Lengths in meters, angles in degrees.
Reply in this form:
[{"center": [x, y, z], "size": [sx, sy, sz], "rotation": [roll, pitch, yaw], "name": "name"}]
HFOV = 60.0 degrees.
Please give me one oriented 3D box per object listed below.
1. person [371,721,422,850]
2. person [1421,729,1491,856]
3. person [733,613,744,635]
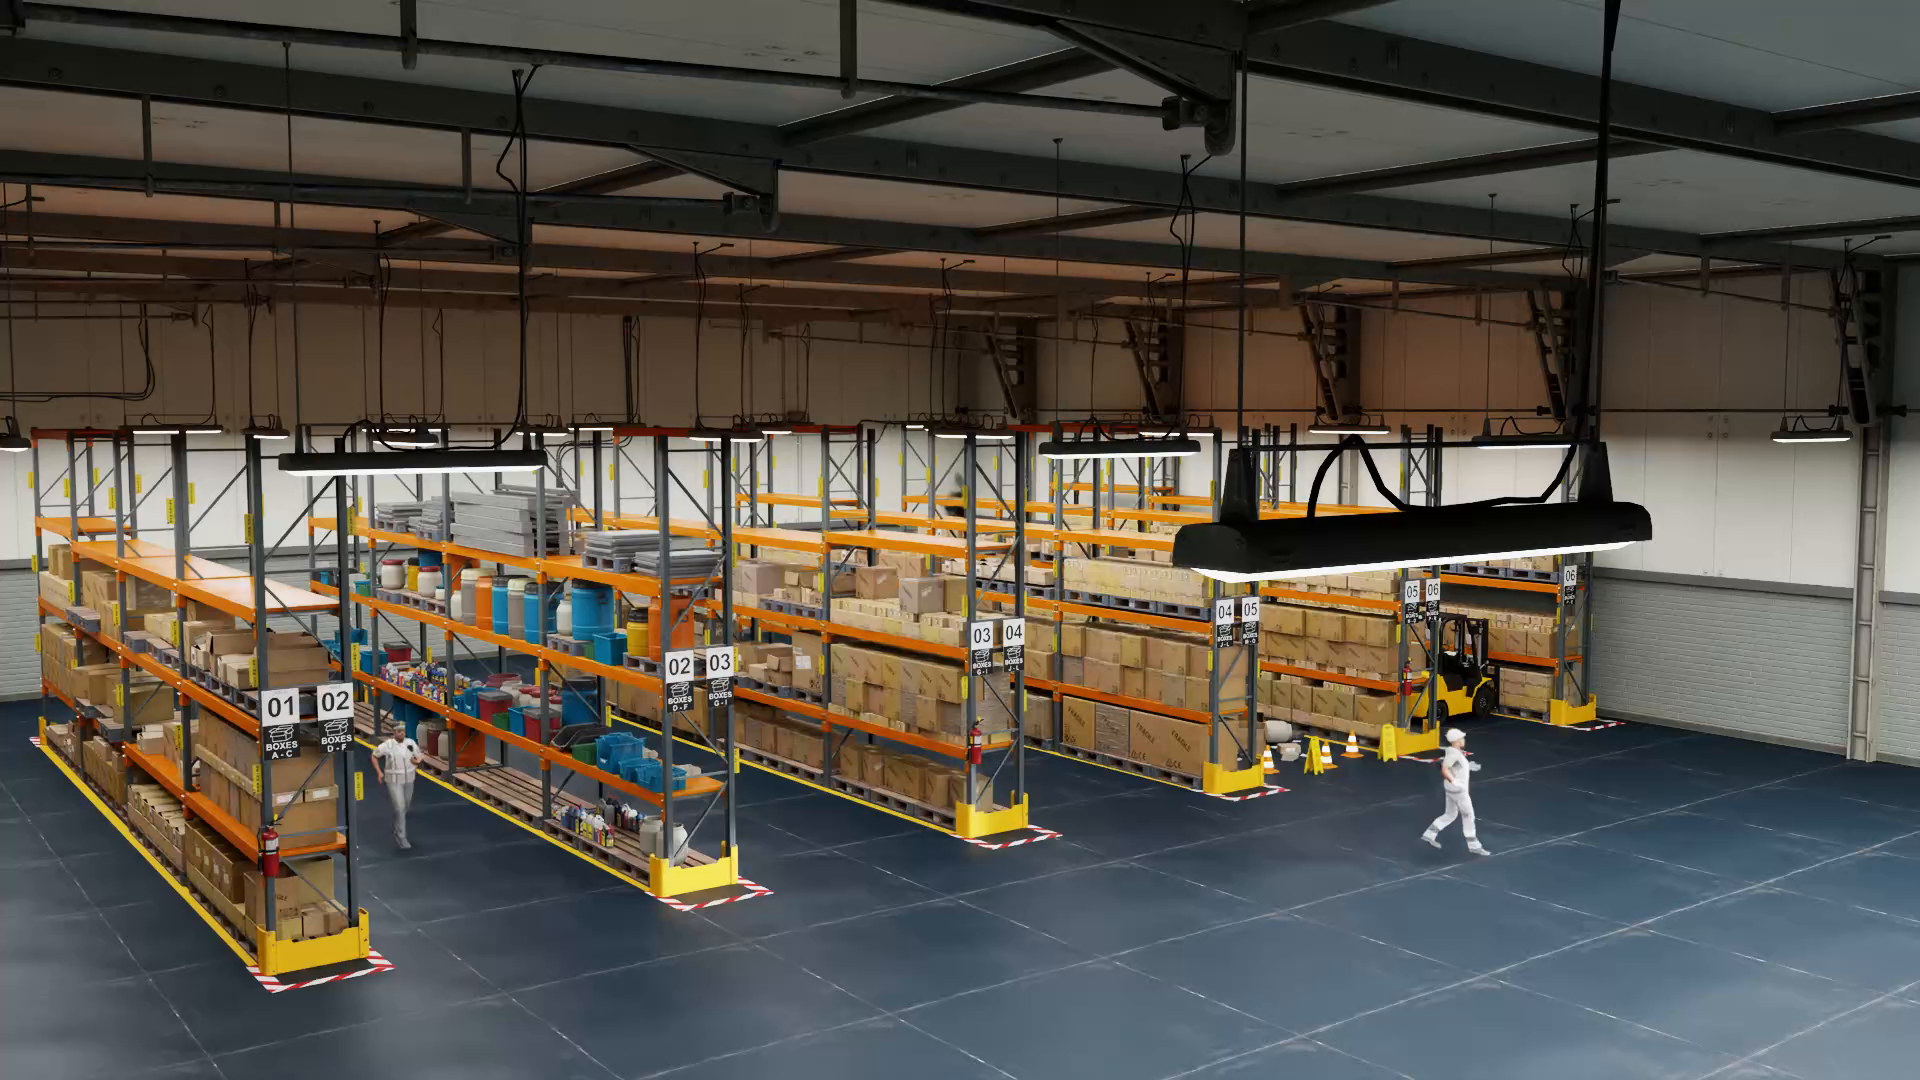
[{"center": [-8.163, 3.536, 24.245], "size": [0.824, 1.834, 0.642], "rotation": [4, 6, 44], "name": "person"}, {"center": [7.031, 3.553, 23.521], "size": [0.948, 1.783, 0.656], "rotation": [0, 4, 4], "name": "person"}, {"center": [-5.557, 2.252, 41.412], "size": [0.592, 1.641, 0.567], "rotation": [4, 6, 39], "name": "person"}]
